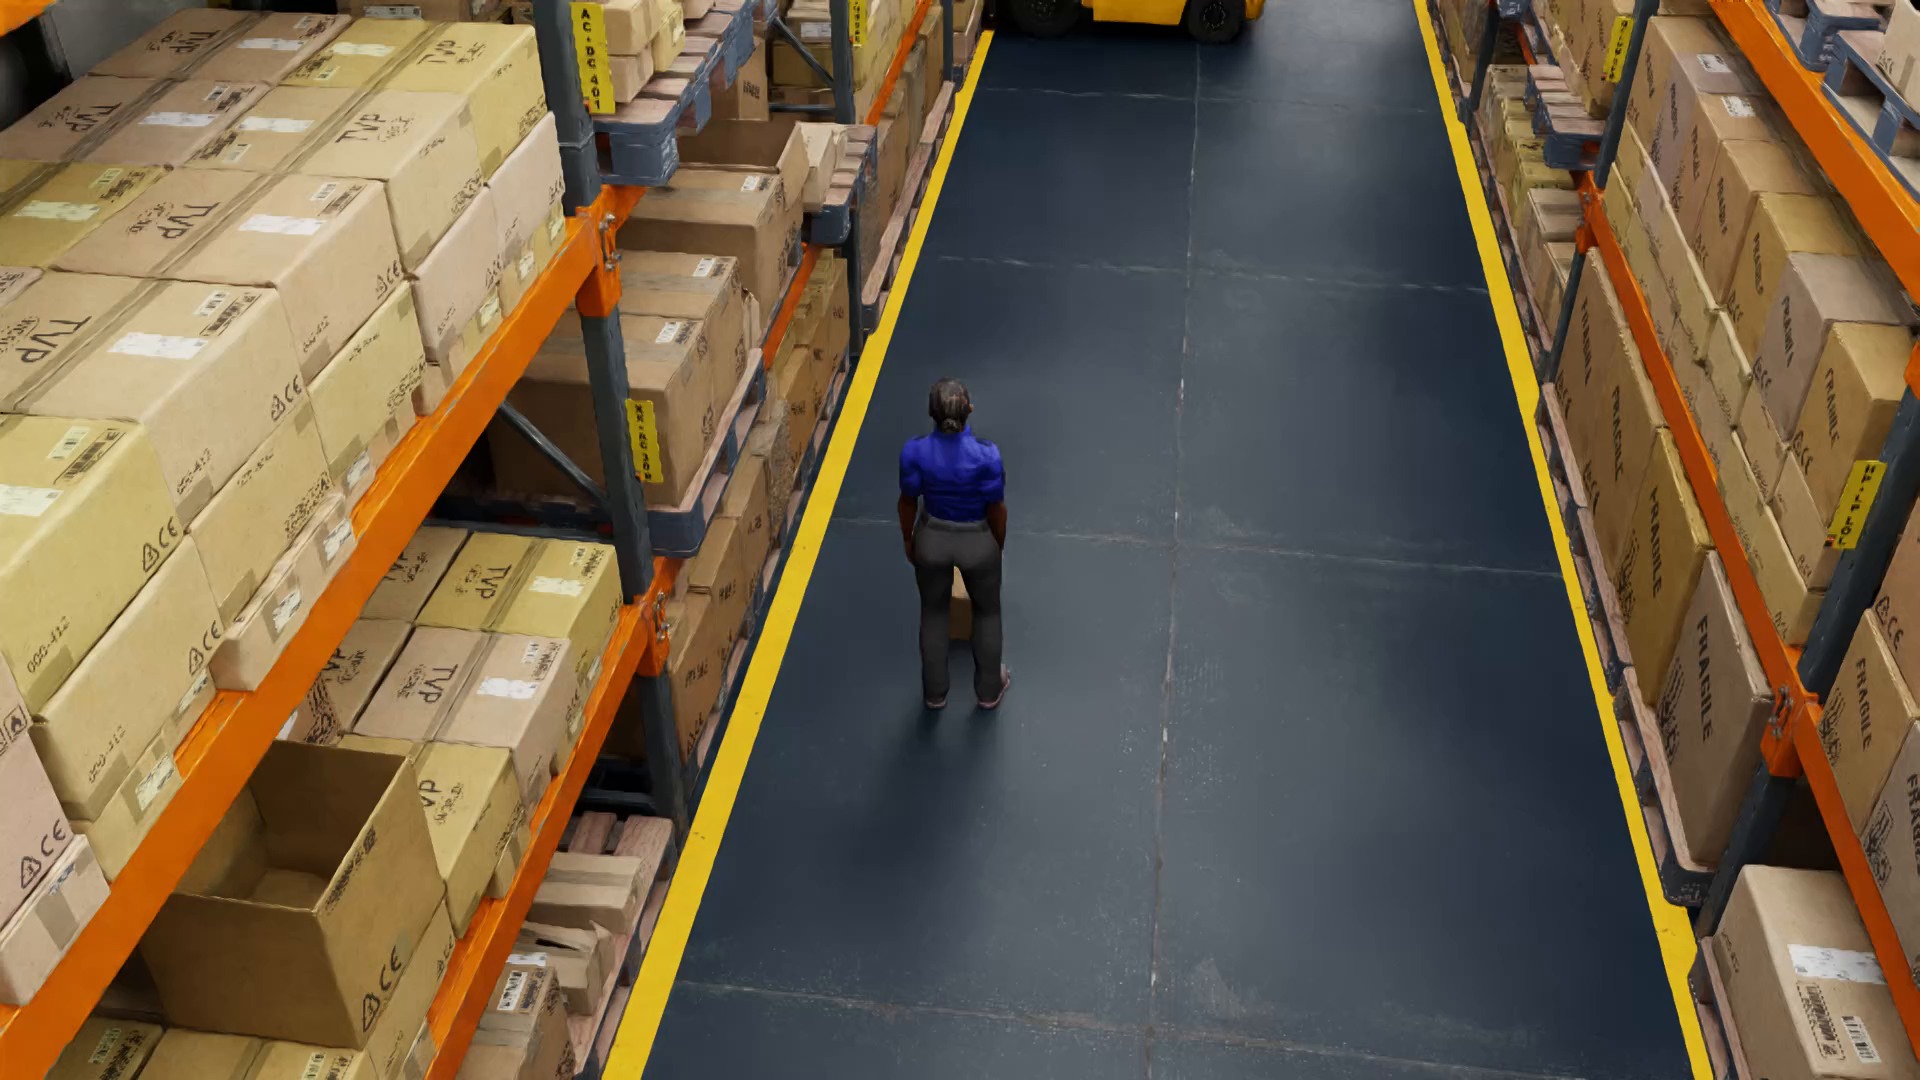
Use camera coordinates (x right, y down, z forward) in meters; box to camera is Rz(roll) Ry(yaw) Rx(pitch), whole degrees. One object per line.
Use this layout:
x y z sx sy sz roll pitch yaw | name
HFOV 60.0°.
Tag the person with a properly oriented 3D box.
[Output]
-0.019 0.012 7.027 0.469 1.658 0.355 5 37 7 | person
